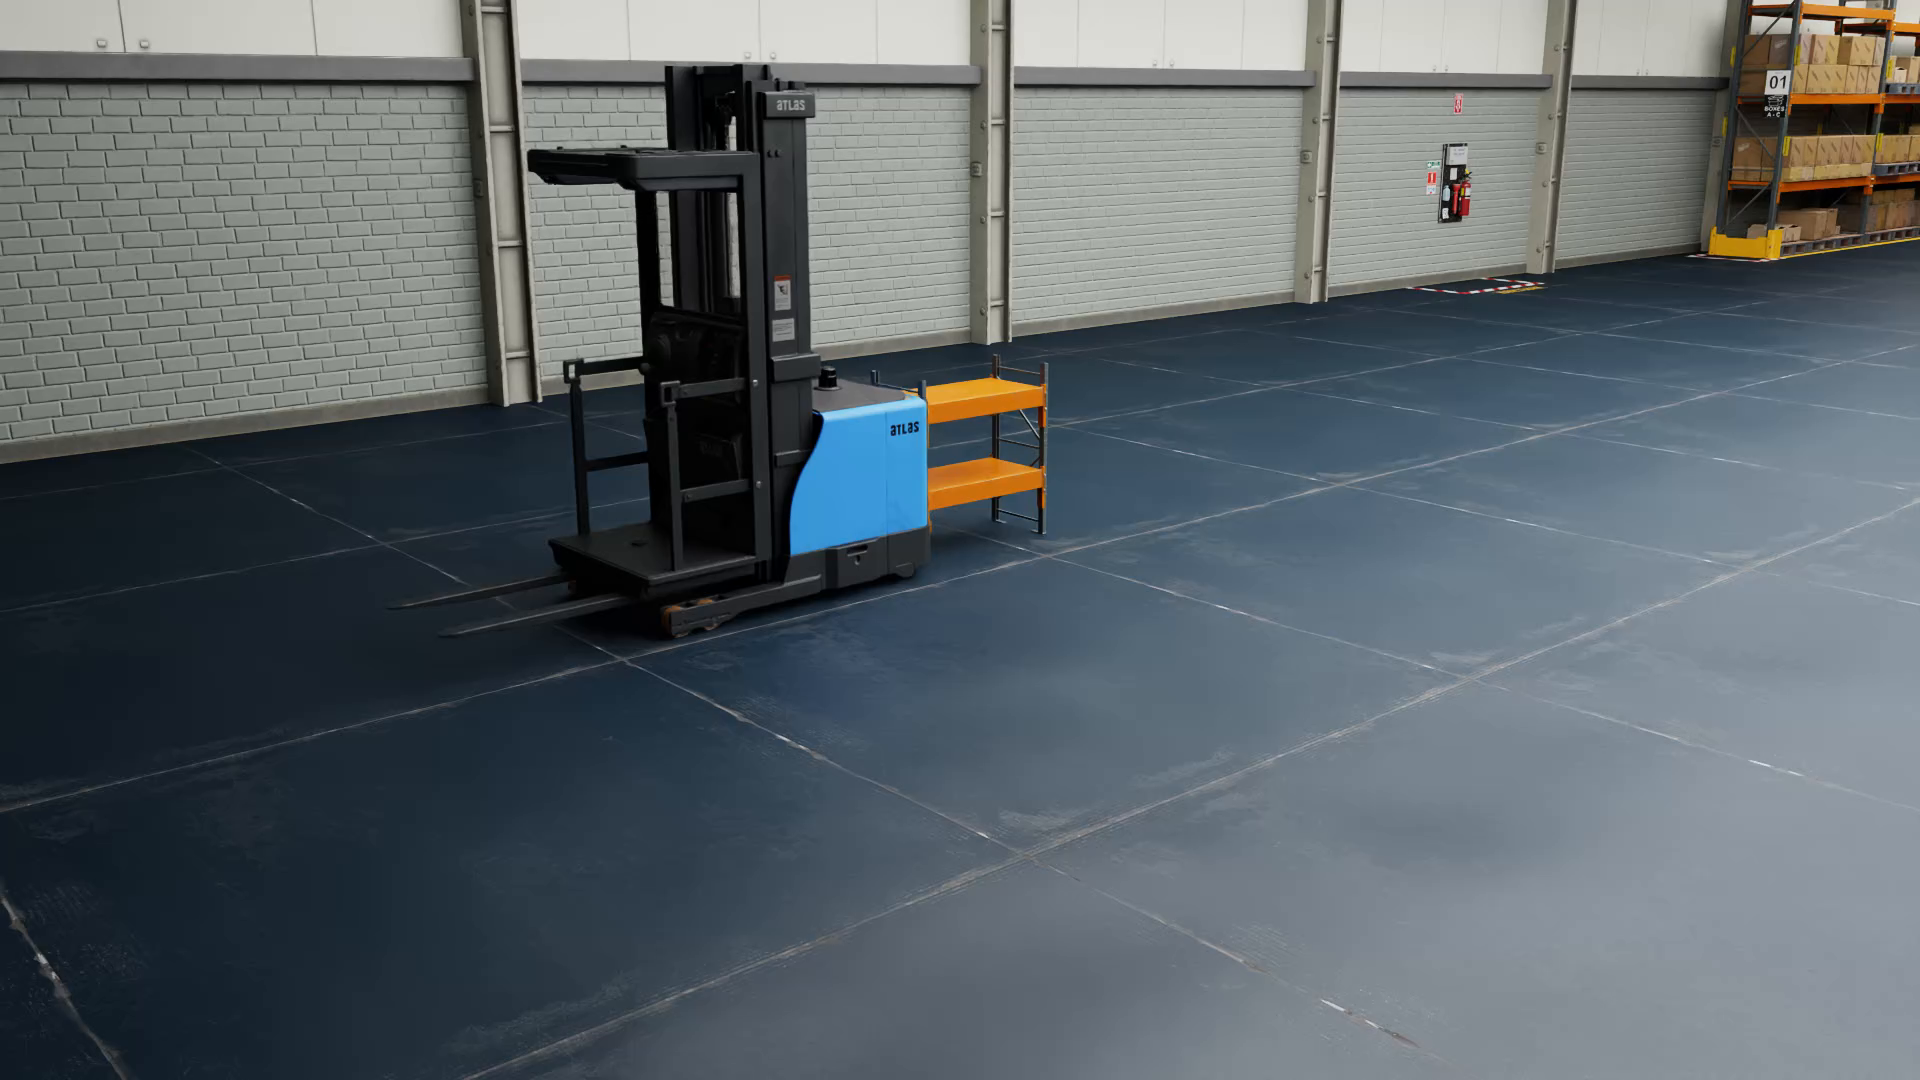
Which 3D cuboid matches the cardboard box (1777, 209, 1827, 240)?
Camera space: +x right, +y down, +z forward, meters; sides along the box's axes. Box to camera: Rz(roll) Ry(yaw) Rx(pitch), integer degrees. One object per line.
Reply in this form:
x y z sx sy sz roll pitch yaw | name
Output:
15.575 -5.840 30.792 0.500 0.500 0.700 -14 21 -43 | cardboard box

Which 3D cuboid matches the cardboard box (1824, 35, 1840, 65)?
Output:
15.219 -8.697 29.513 0.500 0.500 0.500 -12 19 -38 | cardboard box

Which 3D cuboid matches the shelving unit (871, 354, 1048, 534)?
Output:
0.005 -0.545 10.609 1.048 1.125 0.538 -13 19 -39 | shelving unit

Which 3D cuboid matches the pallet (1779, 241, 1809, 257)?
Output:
14.671 -5.321 30.260 1.213 0.211 1.003 -13 19 -39 | pallet

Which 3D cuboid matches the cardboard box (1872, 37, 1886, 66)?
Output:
16.795 -9.054 30.853 0.500 0.500 0.500 14 20 42 | cardboard box

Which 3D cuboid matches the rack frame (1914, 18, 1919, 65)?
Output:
20.013 -10.778 33.662 0.127 3.000 1.000 -13 19 -39 | rack frame

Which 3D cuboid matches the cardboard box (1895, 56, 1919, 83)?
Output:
18.391 -9.188 32.516 0.500 0.500 0.500 -14 20 -41 | cardboard box

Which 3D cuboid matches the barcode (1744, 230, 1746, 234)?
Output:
14.310 -5.623 30.328 0.075 0.075 0.001 -13 19 -39 | barcode

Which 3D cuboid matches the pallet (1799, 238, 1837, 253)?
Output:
15.591 -5.526 31.030 1.213 0.211 1.003 -13 19 -39 | pallet

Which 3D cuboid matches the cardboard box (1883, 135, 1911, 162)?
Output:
18.304 -7.753 32.917 0.500 0.500 0.700 -10 18 -32 | cardboard box

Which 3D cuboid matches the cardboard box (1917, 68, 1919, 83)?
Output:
18.974 -9.187 33.279 0.637 0.503 0.797 -9 18 -32 | cardboard box

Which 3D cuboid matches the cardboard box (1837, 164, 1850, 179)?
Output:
16.086 -6.829 30.755 0.500 0.250 0.500 -13 20 -40 | cardboard box

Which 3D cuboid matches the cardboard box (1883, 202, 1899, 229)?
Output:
18.308 -6.511 33.303 0.500 0.500 0.700 -12 19 -39 | cardboard box

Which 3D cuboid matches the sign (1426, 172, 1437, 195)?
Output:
7.038 -5.327 24.812 0.234 0.329 0.001 -13 19 -39 | sign

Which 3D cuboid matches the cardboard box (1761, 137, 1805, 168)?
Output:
14.535 -6.846 29.366 0.500 0.500 0.500 -13 19 -39 | cardboard box

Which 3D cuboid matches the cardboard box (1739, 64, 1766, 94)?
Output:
14.126 -8.151 29.409 0.500 0.500 0.500 -11 18 -35 | cardboard box

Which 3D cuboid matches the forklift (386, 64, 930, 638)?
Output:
-1.618 -1.052 9.008 3.031 2.935 1.130 -13 20 -40 | forklift

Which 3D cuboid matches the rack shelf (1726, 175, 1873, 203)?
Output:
15.487 -6.516 30.724 4.000 0.370 1.077 -13 19 -39 | rack shelf

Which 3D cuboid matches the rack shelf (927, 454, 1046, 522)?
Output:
0.005 -0.308 10.672 1.000 0.278 0.538 -13 19 -39 | rack shelf

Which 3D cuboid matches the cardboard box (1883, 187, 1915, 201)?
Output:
19.033 -7.030 33.795 0.500 0.250 0.500 -12 19 -38 | cardboard box

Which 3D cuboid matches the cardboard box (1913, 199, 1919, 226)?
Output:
19.504 -6.752 34.208 0.500 0.500 0.700 -12 19 -39 | cardboard box

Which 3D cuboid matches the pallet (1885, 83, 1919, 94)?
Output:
17.531 -8.644 31.851 1.003 0.211 1.213 -13 19 -39 | pallet

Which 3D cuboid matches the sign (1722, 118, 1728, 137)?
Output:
13.629 -7.348 29.590 0.005 0.325 0.100 -13 19 -39 | sign

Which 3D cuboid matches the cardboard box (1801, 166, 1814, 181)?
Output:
14.937 -6.573 29.797 0.500 0.250 0.500 -13 20 -41 | cardboard box

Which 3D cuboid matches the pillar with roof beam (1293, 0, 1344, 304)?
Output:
7.711 -6.839 18.915 0.400 9.000 9.100 -13 19 -39 | pillar with roof beam

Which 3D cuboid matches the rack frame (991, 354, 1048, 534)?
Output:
0.389 -0.631 10.932 0.032 1.125 0.500 -13 19 -39 | rack frame

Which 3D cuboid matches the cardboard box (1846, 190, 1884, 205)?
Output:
17.870 -6.772 32.829 0.500 0.250 0.500 -13 20 -41 | cardboard box

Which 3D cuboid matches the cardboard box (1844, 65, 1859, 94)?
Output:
15.994 -8.391 30.306 0.500 0.500 0.500 -14 20 -41 | cardboard box

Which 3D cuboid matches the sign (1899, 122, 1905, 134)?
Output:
19.646 -8.546 34.689 0.005 0.325 0.100 -13 19 -39 | sign

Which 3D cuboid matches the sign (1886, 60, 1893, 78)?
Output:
17.357 -8.797 31.055 0.005 0.325 0.100 -13 19 -39 | sign

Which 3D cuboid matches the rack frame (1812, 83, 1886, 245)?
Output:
16.995 -7.202 31.900 0.127 3.000 1.000 -13 19 -39 | rack frame

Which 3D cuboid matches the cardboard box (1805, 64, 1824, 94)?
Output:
14.823 -8.123 29.305 0.500 0.500 0.500 -11 19 -36 | cardboard box

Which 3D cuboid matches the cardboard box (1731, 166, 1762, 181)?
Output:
14.203 -6.578 29.817 0.500 0.250 0.500 -12 19 -39 | cardboard box

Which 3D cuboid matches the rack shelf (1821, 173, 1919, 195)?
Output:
18.504 -7.193 33.261 4.000 0.370 1.077 -13 19 -39 | rack shelf

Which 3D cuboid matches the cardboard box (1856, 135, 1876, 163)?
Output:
16.842 -7.361 31.294 0.500 0.500 0.500 -13 20 -39 | cardboard box

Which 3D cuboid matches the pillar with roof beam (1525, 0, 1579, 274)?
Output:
12.238 -7.855 22.720 0.400 9.000 9.100 -13 19 -39 | pillar with roof beam

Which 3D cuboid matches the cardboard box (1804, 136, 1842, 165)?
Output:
15.690 -7.104 30.332 0.500 0.500 0.500 -12 19 -38 | cardboard box
